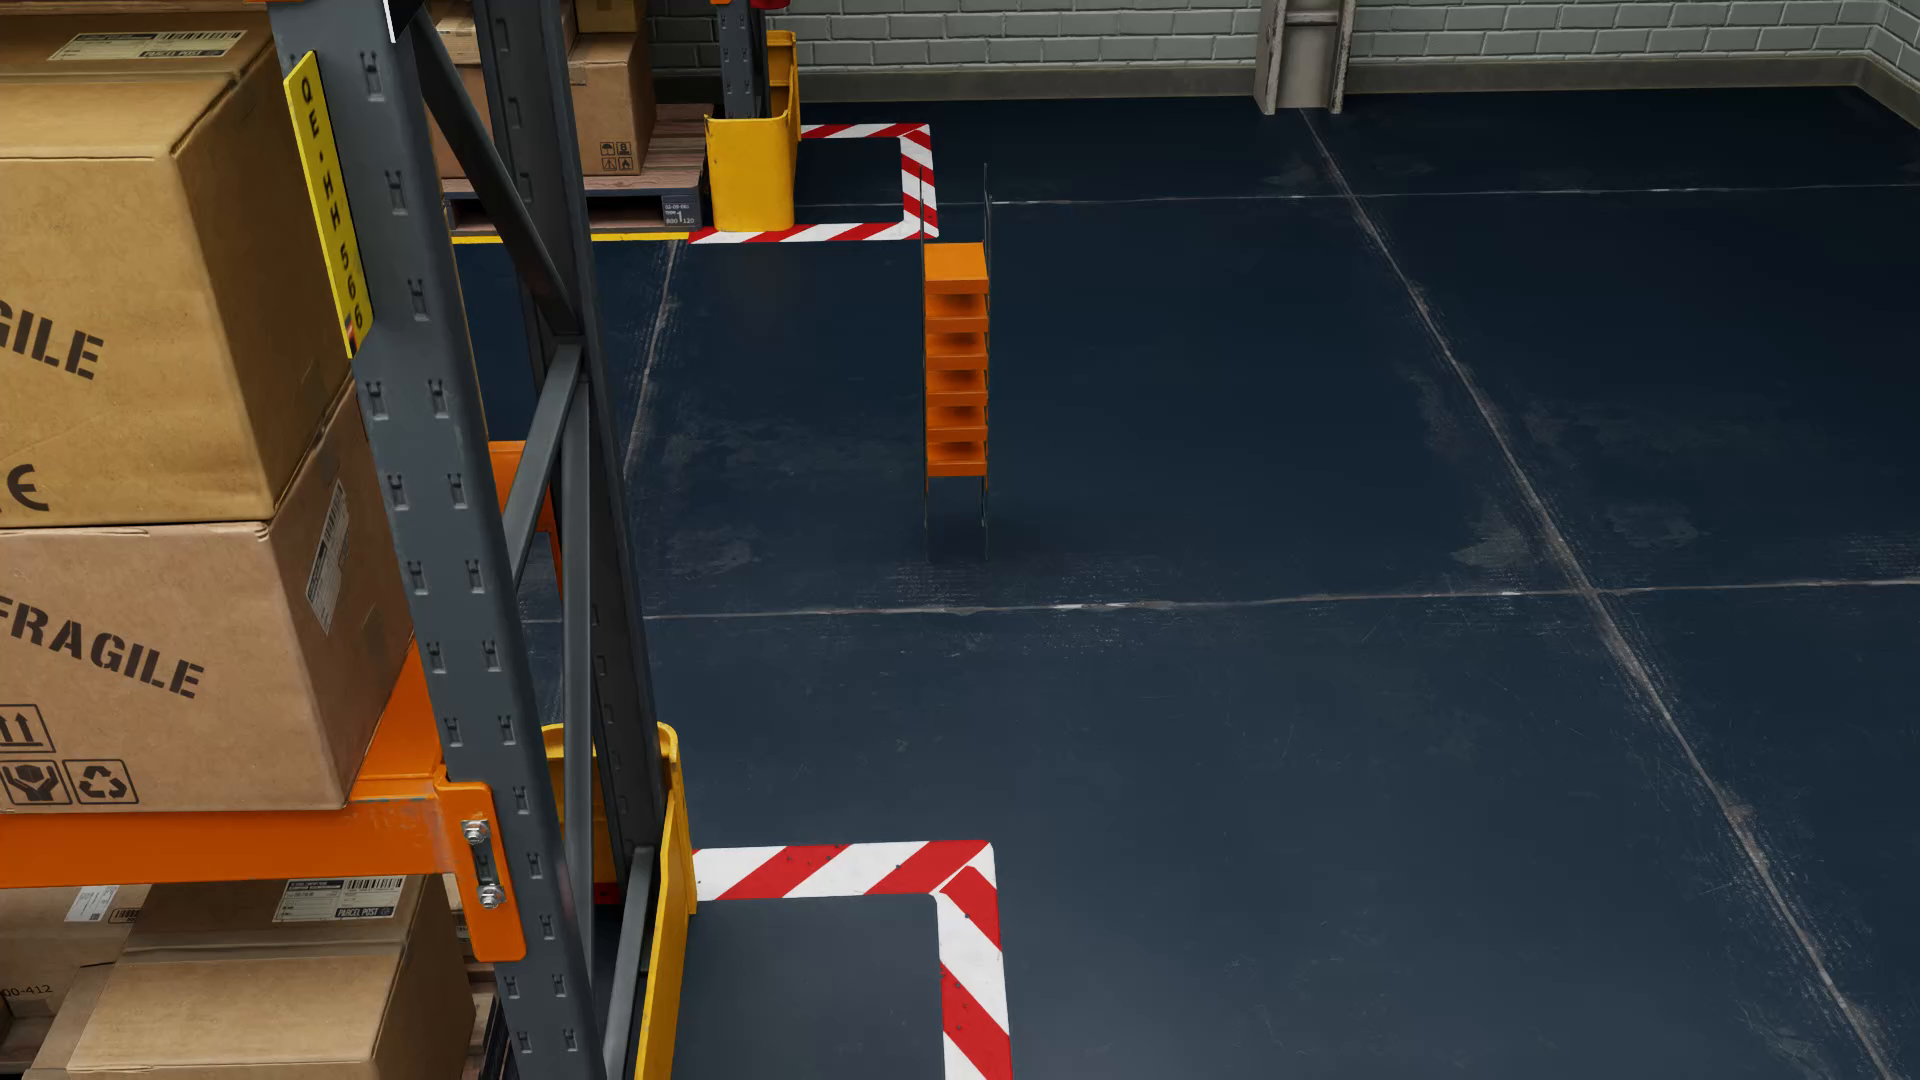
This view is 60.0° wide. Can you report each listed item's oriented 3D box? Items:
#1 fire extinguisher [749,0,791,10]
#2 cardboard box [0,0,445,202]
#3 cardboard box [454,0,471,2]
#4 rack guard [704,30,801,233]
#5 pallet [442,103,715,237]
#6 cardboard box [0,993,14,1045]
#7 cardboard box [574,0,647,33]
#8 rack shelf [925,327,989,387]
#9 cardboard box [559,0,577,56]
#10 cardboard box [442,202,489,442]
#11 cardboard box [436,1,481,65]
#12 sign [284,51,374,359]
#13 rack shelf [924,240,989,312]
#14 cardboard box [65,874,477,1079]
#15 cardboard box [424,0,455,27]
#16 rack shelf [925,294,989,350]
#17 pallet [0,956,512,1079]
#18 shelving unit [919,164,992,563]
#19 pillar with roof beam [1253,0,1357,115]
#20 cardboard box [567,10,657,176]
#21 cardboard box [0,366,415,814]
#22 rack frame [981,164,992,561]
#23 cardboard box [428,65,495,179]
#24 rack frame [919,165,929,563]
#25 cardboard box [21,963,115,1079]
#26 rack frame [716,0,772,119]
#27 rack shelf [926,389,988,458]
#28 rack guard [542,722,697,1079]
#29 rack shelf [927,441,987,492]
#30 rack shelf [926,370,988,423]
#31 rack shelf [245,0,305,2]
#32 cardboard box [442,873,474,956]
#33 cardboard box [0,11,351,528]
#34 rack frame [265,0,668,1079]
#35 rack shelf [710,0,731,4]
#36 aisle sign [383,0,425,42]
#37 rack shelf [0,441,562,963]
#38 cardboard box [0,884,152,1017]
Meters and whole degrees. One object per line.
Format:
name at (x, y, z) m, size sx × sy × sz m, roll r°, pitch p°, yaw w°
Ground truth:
fire extinguisher at (-0.771, -2.450, 6.550) m, size 0.183 × 0.674 × 0.296 m, roll -2°, pitch 35°, yaw -2°
cardboard box at (-1.161, -0.668, 2.612) m, size 0.500 × 0.500 × 0.500 m, roll -1°, pitch 35°, yaw -1°
cardboard box at (-2.028, -2.332, 7.241) m, size 0.250 × 0.149 × 0.380 m, roll -1°, pitch 35°, yaw -2°
rack guard at (-0.919, -1.866, 7.507) m, size 0.348 × 0.500 × 1.175 m, roll -2°, pitch 35°, yaw -2°
pallet at (-1.738, -1.681, 7.493) m, size 1.213 × 0.211 × 1.003 m, roll -2°, pitch 35°, yaw -2°
cardboard box at (-2.187, 1.035, 3.148) m, size 0.500 × 0.250 × 0.500 m, roll -2°, pitch 35°, yaw -2°
cardboard box at (-1.523, -2.346, 7.262) m, size 0.250 × 0.149 × 0.380 m, roll -1°, pitch 35°, yaw -2°
rack shelf at (-0.014, -0.555, 4.865) m, size 0.180 × 0.103 × 0.258 m, roll -2°, pitch 35°, yaw -2°
cardboard box at (-1.758, -2.122, 6.938) m, size 0.250 × 0.149 × 0.380 m, roll -2°, pitch 35°, yaw -3°
cardboard box at (-1.161, -0.257, 2.897) m, size 0.500 × 0.500 × 0.500 m, roll -1°, pitch 35°, yaw -1°
cardboard box at (-2.013, -2.115, 6.927) m, size 0.250 × 0.149 × 0.380 m, roll -1°, pitch 35°, yaw -1°
sign at (-0.699, -0.368, 1.850) m, size 0.005 × 0.325 × 0.100 m, roll -2°, pitch 35°, yaw -2°
rack shelf at (-0.014, -0.752, 4.728) m, size 0.180 × 0.103 × 0.258 m, roll -2°, pitch 35°, yaw -2°
cardboard box at (-1.237, 0.924, 3.089) m, size 0.500 × 0.500 × 0.500 m, roll -2°, pitch 35°, yaw -2°
cardboard box at (-2.278, -2.326, 7.232) m, size 0.250 × 0.149 × 0.380 m, roll -1°, pitch 35°, yaw -2°
rack shelf at (-0.014, -0.654, 4.797) m, size 0.180 × 0.103 × 0.258 m, roll -2°, pitch 35°, yaw -2°
pallet at (-1.577, 1.093, 3.485) m, size 1.213 × 0.211 × 1.003 m, roll -2°, pitch 35°, yaw -2°
shelving unit at (-0.014, -0.493, 4.908) m, size 0.189 × 1.200 × 0.258 m, roll -2°, pitch 35°, yaw -2°
pillar with roof beam at (1.916, -3.477, 2.367) m, size 0.400 × 9.000 × 9.100 m, roll -2°, pitch 35°, yaw -2°
cardboard box at (-1.638, -1.962, 7.277) m, size 0.500 × 0.500 × 0.700 m, roll -2°, pitch 35°, yaw -2°
cardboard box at (-1.140, 0.048, 2.457) m, size 0.500 × 0.500 × 0.500 m, roll -1°, pitch 35°, yaw -1°
rack frame at (0.077, -0.495, 4.912) m, size 0.006 × 1.200 × 0.240 m, roll -2°, pitch 35°, yaw -2°
cardboard box at (-2.138, -1.949, 7.258) m, size 0.500 × 0.500 × 0.700 m, roll -2°, pitch 35°, yaw -2°
rack frame at (-0.106, -0.491, 4.904) m, size 0.006 × 1.200 × 0.240 m, roll -2°, pitch 35°, yaw -2°
cardboard box at (-1.645, 1.021, 3.242) m, size 0.250 × 0.166 × 0.380 m, roll -2°, pitch 35°, yaw -2°
rack frame at (-0.943, -2.893, 6.795) m, size 0.127 × 3.000 × 1.000 m, roll -2°, pitch 35°, yaw -2°
rack shelf at (-0.014, -0.358, 5.002) m, size 0.180 × 0.103 × 0.258 m, roll -2°, pitch 35°, yaw -2°
rack guard at (-0.781, 0.952, 3.434) m, size 0.348 × 0.500 × 1.175 m, roll -2°, pitch 35°, yaw -2°
rack shelf at (-0.014, -0.259, 5.070) m, size 0.180 × 0.103 × 0.258 m, roll -2°, pitch 35°, yaw -2°
rack shelf at (-0.014, -0.456, 4.933) m, size 0.180 × 0.103 × 0.258 m, roll -2°, pitch 35°, yaw -2°
rack shelf at (-2.703, -0.961, 1.999) m, size 4.000 × 0.370 × 1.077 m, roll -2°, pitch 35°, yaw -2°
cardboard box at (-1.140, 0.730, 3.678) m, size 0.250 × 0.149 × 0.380 m, roll -2°, pitch 35°, yaw -2°
cardboard box at (-1.137, -0.361, 2.170) m, size 0.500 × 0.500 × 0.500 m, roll -2°, pitch 35°, yaw -3°
rack frame at (-0.705, -0.077, 2.726) m, size 0.127 × 3.000 × 1.000 m, roll -2°, pitch 35°, yaw -2°
rack shelf at (-2.941, -2.544, 6.922) m, size 4.000 × 0.370 × 1.077 m, roll -2°, pitch 35°, yaw -2°
aisle sign at (-0.623, -0.974, 1.737) m, size 0.004 × 0.787 × 0.394 m, roll -2°, pitch 35°, yaw -2°
rack shelf at (-2.703, 0.272, 2.853) m, size 4.000 × 0.370 × 1.077 m, roll -2°, pitch 35°, yaw -2°
cardboard box at (-1.761, 0.739, 3.576) m, size 0.500 × 0.250 × 0.500 m, roll -2°, pitch 35°, yaw -2°
